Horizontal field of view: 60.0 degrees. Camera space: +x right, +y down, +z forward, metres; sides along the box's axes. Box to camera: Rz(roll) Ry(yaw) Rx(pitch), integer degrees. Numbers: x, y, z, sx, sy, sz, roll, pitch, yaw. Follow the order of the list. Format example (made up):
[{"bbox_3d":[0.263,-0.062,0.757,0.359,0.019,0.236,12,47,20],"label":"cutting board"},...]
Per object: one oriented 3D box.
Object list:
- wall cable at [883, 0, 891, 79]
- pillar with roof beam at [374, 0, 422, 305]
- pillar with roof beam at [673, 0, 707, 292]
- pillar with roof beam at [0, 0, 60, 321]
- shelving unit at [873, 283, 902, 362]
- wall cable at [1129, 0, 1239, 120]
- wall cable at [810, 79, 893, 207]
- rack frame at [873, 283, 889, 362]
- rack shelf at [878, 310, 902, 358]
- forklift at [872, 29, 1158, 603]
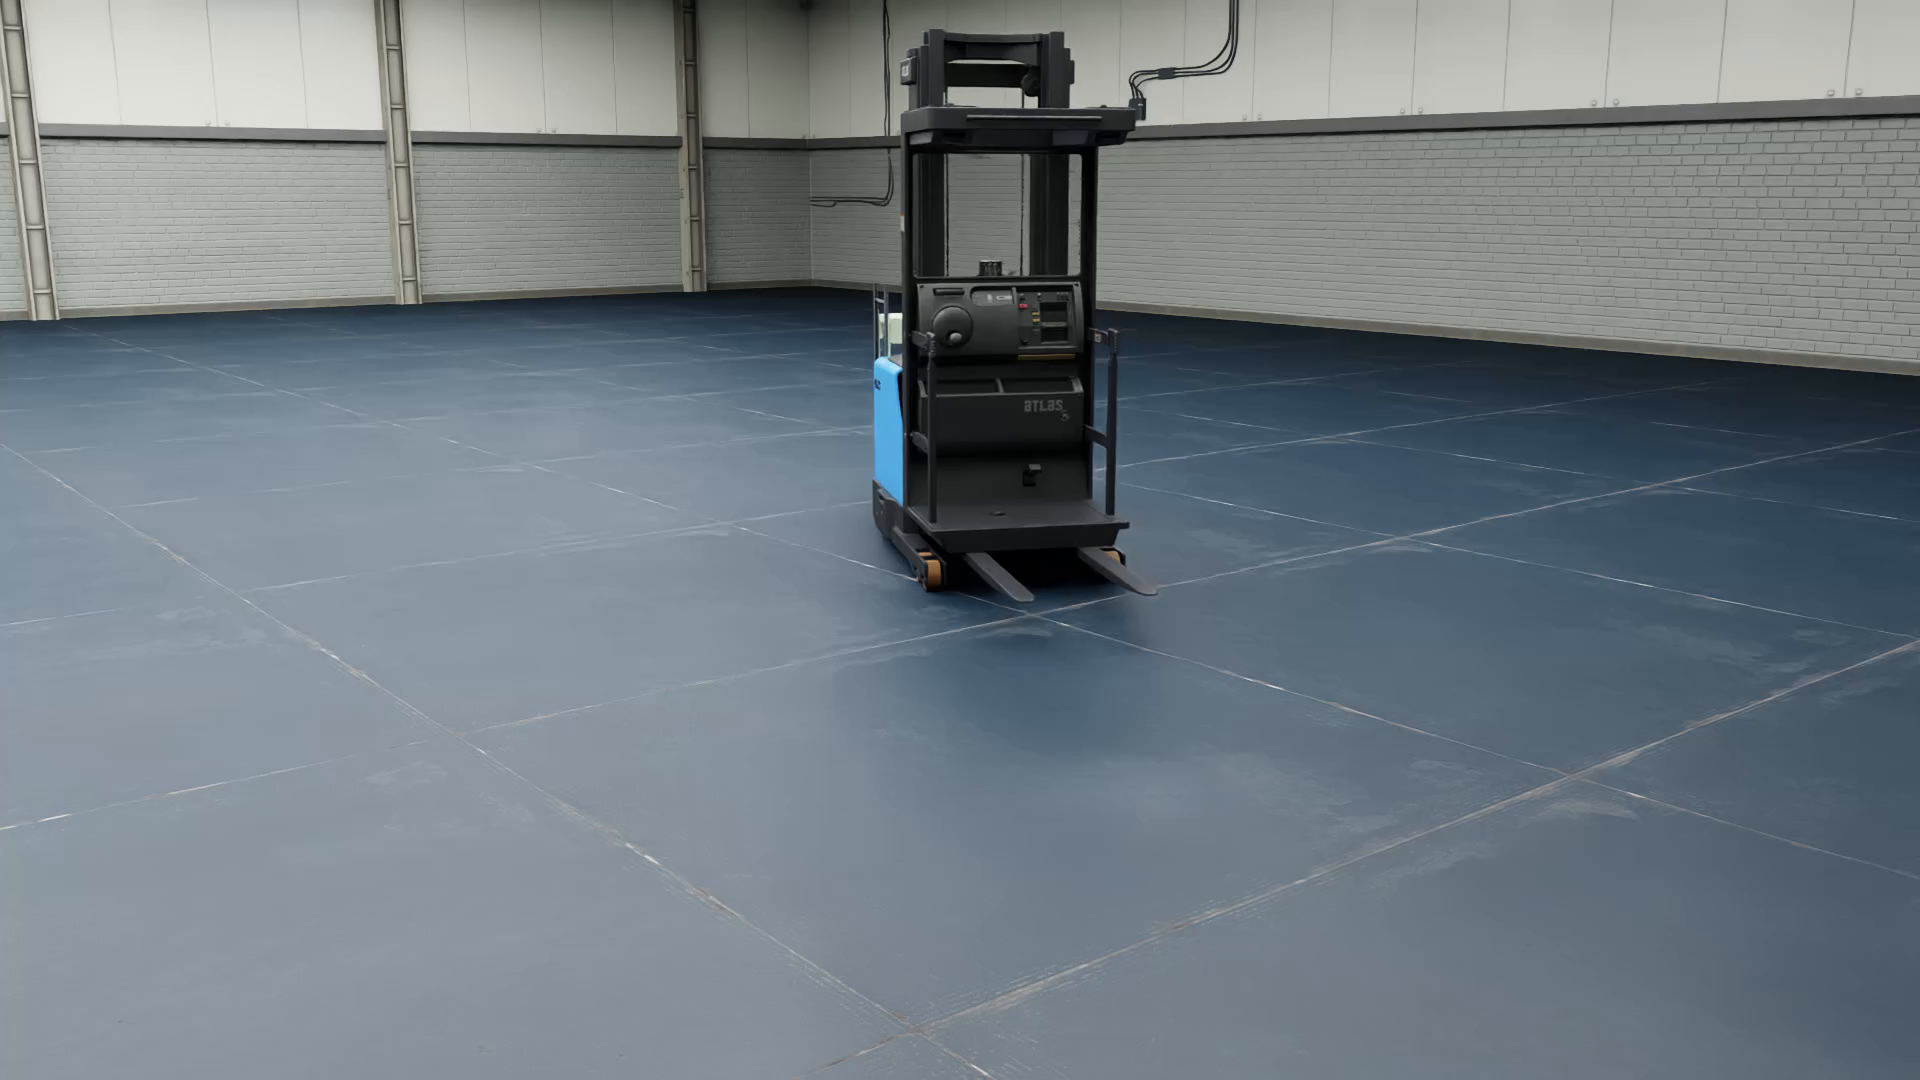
[{"bbox_3d":[-0.645,-10.209,31.857,0.112,2.526,3.097,-9,15,-38],"label":"wall cable"},{"bbox_3d":[-7.457,-8.051,26.380,0.400,9.000,9.100,-9,15,-38],"label":"pillar with roof beam"},{"bbox_3d":[-2.772,-8.830,30.047,0.400,9.000,9.100,-9,15,-38],"label":"pillar with roof beam"},{"bbox_3d":[-12.142,-7.273,22.714,0.400,9.000,9.100,-9,15,-38],"label":"pillar with roof beam"},{"bbox_3d":[-0.147,-0.906,10.784,0.755,1.500,0.431,-3,12,-13],"label":"shelving unit"},{"bbox_3d":[3.584,-9.817,26.511,0.169,6.003,2.305,-9,15,-38],"label":"wall cable"},{"bbox_3d":[-2.335,-8.177,34.448,0.112,2.526,3.097,-9,15,-38],"label":"wall cable"},{"bbox_3d":[-0.504,-0.888,10.702,0.023,1.500,0.400,-3,12,-13],"label":"rack frame"},{"bbox_3d":[-0.147,-1.288,10.703,0.720,0.370,0.431,-3,12,-13],"label":"rack shelf"},{"bbox_3d":[0.275,-1.252,8.969,1.130,2.935,3.031,-3,12,-12],"label":"forklift"}]
